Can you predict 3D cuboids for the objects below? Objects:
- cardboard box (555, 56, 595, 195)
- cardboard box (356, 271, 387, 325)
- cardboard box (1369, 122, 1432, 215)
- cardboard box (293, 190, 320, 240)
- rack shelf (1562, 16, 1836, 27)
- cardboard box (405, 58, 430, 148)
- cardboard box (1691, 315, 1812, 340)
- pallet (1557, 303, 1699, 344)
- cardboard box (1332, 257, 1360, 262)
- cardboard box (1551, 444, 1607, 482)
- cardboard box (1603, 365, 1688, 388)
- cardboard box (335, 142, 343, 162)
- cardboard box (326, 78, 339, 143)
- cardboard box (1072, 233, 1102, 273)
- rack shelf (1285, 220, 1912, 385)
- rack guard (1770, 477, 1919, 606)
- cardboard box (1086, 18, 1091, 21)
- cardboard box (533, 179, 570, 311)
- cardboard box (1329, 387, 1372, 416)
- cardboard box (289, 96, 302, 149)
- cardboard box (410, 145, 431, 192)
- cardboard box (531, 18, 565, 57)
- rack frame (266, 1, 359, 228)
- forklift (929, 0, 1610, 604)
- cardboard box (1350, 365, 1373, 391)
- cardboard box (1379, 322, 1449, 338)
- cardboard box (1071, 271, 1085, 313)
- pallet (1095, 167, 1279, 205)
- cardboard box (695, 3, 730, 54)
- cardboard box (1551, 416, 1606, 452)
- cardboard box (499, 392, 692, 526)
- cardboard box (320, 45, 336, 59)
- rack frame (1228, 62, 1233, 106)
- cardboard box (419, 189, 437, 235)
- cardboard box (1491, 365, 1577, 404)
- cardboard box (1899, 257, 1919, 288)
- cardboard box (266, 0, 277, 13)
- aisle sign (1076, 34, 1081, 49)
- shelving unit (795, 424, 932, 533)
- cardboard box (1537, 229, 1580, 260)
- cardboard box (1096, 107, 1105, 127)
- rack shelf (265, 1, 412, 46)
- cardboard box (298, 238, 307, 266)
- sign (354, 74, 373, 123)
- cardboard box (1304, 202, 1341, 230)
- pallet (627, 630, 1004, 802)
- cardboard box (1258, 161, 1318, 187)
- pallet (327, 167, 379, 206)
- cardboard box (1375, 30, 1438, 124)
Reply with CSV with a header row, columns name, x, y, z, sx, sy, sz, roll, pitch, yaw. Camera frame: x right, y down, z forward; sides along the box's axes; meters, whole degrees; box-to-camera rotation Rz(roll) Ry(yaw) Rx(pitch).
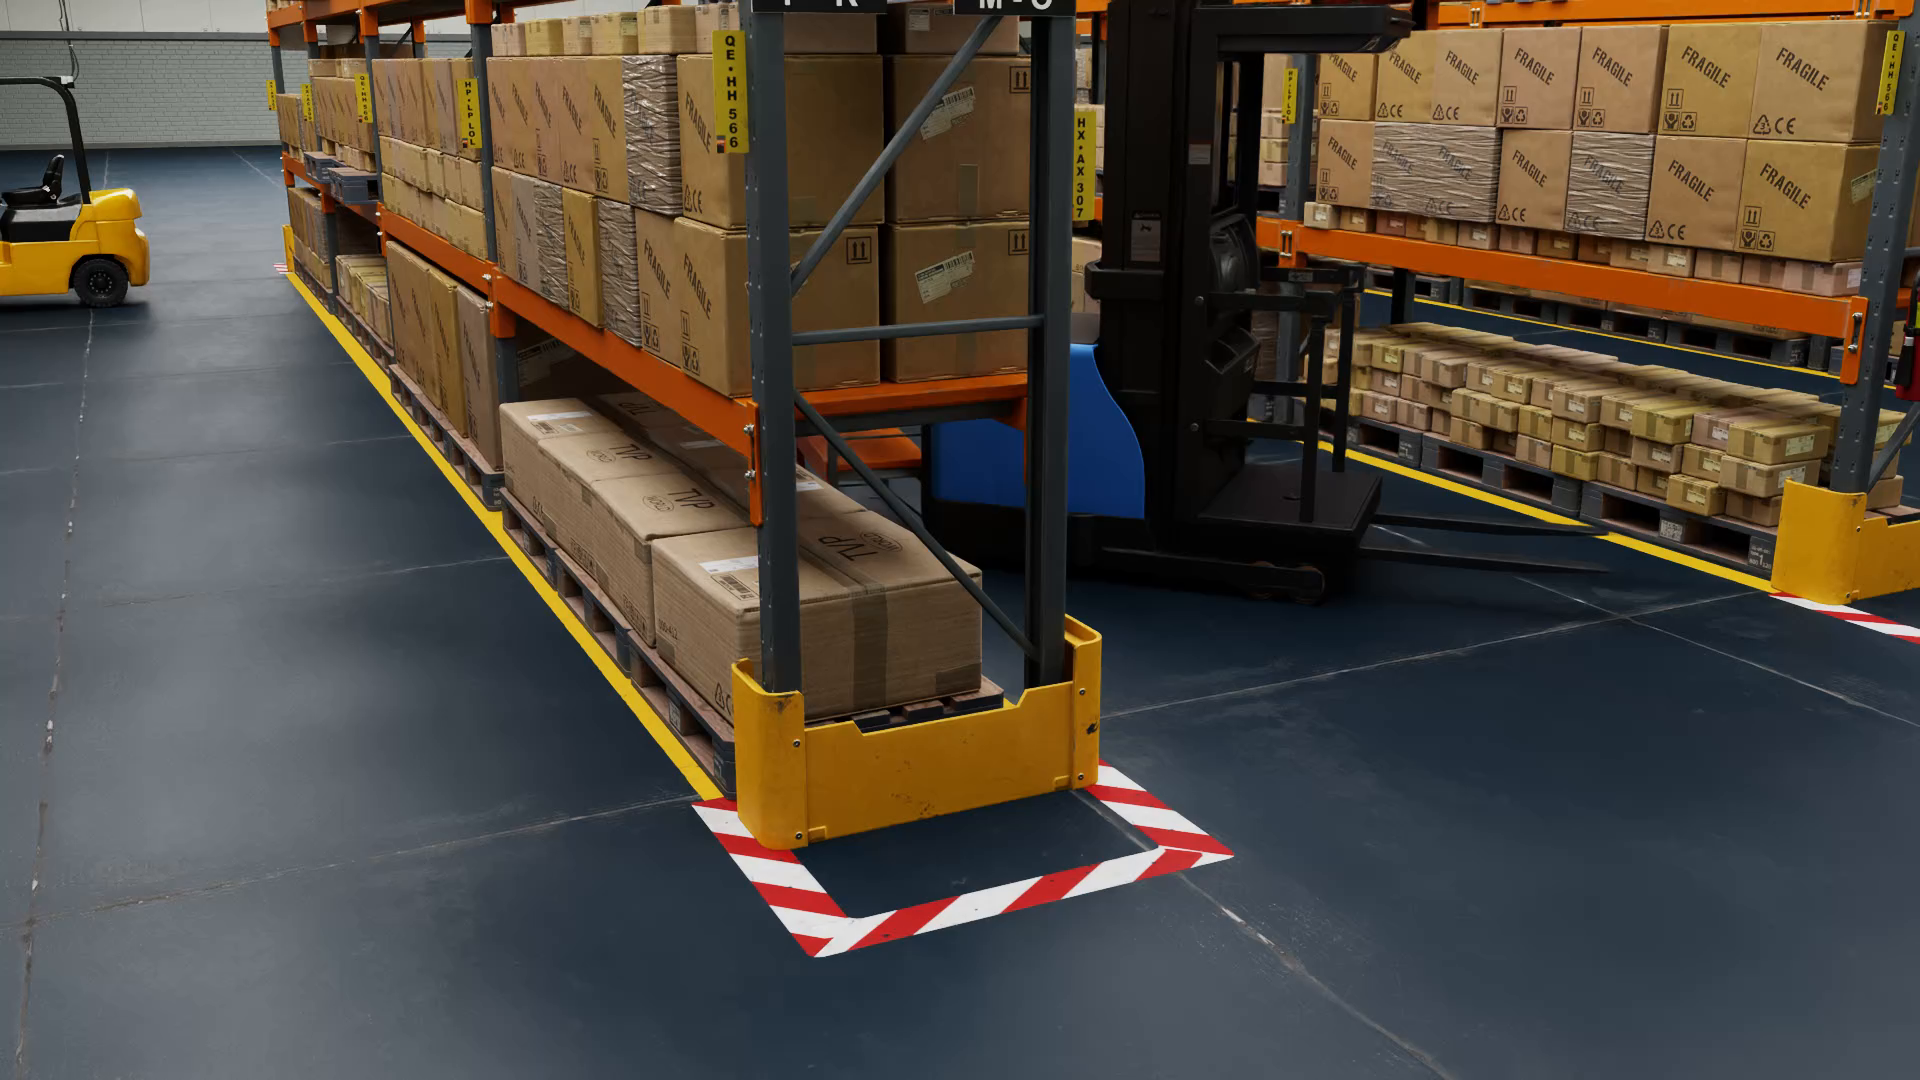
name,x,y,z,sx,sy,sz,roll,pitch,yaw
cardboard box,-1.246,-1.614,6.444,0.500,0.500,0.500,-8,18,-25
cardboard box,-4.534,-2.055,13.977,0.950,0.372,0.625,-7,17,-23
cardboard box,2.734,-2.152,9.591,0.500,0.500,0.500,-8,18,-25
cardboard box,-6.793,-3.460,17.735,0.500,0.500,0.500,-8,18,-27
rack shelf,8.847,-5.992,19.561,1.077,0.370,4.000,-8,18,-25
cardboard box,-2.984,-2.604,9.892,0.500,0.500,0.500,-7,18,-24
cardboard box,6.725,-2.147,13.385,1.225,0.875,0.875,-8,18,-25
pallet,6.079,-1.955,14.681,1.003,0.211,1.213,-8,18,-25
cardboard box,4.450,-3.251,17.877,0.700,0.500,0.500,-6,17,-20
cardboard box,3.325,-0.424,8.696,0.380,0.149,0.250,-9,18,-27
cardboard box,3.754,-0.856,9.126,0.380,0.149,0.250,-7,18,-24
cardboard box,-4.886,-3.176,13.573,0.380,0.149,0.250,-7,17,-23
cardboard box,-4.783,-3.464,13.401,0.500,0.500,0.500,-8,18,-27
cardboard box,1.075,-2.263,13.108,0.500,0.250,0.500,-8,18,-26
rack shelf,3.397,-1.394,8.975,1.077,0.370,4.000,-8,18,-25
rack guard,4.240,-0.061,7.558,1.175,0.500,0.348,-8,18,-25
cardboard box,1.976,-6.878,21.613,0.500,0.250,0.500,-8,18,-26
cardboard box,-1.486,-1.263,7.034,0.500,0.500,0.500,-8,18,-25
cardboard box,2.508,-0.872,10.259,0.380,0.149,0.250,-7,17,-23
cardboard box,-6.500,-4.249,16.898,0.500,0.500,0.500,-8,18,-26
cardboard box,-2.994,-2.236,9.972,0.500,0.250,0.500,-7,18,-24
cardboard box,-1.559,-2.085,6.909,0.380,0.149,0.250,-8,18,-26
rack frame,-7.142,-4.588,18.801,1.000,3.000,0.127,-8,18,-25
forklift,1.424,-1.293,7.444,3.031,2.935,1.130,6,17,19
cardboard box,2.583,-1.030,10.269,0.380,0.149,0.250,-8,18,-25
cardboard box,2.910,-1.297,10.659,0.380,0.149,0.250,-7,17,-23
cardboard box,1.072,-1.898,13.196,0.500,0.500,0.500,-7,18,-24
pallet,1.672,-2.650,12.393,1.003,0.211,1.213,-8,18,-25
cardboard box,-0.603,-1.586,5.170,0.380,0.149,0.250,-7,18,-24
cardboard box,3.317,-0.570,8.668,0.380,0.149,0.250,-7,18,-24
cardboard box,-1.706,-0.414,8.140,0.875,0.438,0.875,-8,18,-26
cardboard box,-6.097,-4.779,16.931,0.700,0.500,0.500,-8,18,-25
rack frame,3.519,-4.794,19.518,1.000,3.000,0.127,-8,18,-25
cardboard box,-2.964,-2.003,10.063,0.500,0.250,0.500,-8,18,-25
cardboard box,3.147,-0.852,9.111,0.380,0.149,0.250,-8,18,-25
cardboard box,4.426,-1.243,7.600,0.380,0.149,0.250,-8,18,-25
cardboard box,-7.289,-5.788,17.998,0.380,0.149,0.250,-8,18,-25
aisle sign,1.469,-7.014,22.543,0.394,0.787,0.004,-8,18,-25
shelving unit,-0.508,-0.625,8.391,0.538,1.125,1.048,-4,16,-14
cardboard box,3.260,-1.564,8.718,0.380,0.149,0.250,-7,18,-24
cardboard box,1.256,-3.196,12.567,0.380,0.149,0.250,-7,17,-22
rack shelf,-6.266,-5.188,16.758,1.077,0.370,4.000,-8,18,-25
cardboard box,-6.821,-3.107,17.865,0.500,0.250,0.500,-7,17,-23
sign,-4.121,-3.055,11.503,0.100,0.325,0.005,-8,18,-25
cardboard box,2.350,-2.005,10.256,0.380,0.149,0.250,-7,17,-23
pallet,-0.553,0.531,6.019,1.003,0.211,1.213,-8,18,-25
cardboard box,2.168,-2.392,10.840,0.380,0.149,0.250,-8,18,-26
pallet,-4.045,-2.676,12.486,1.213,0.211,1.003,-8,18,-25
cardboard box,2.740,-2.640,9.477,0.500,0.500,0.500,-8,18,-27
